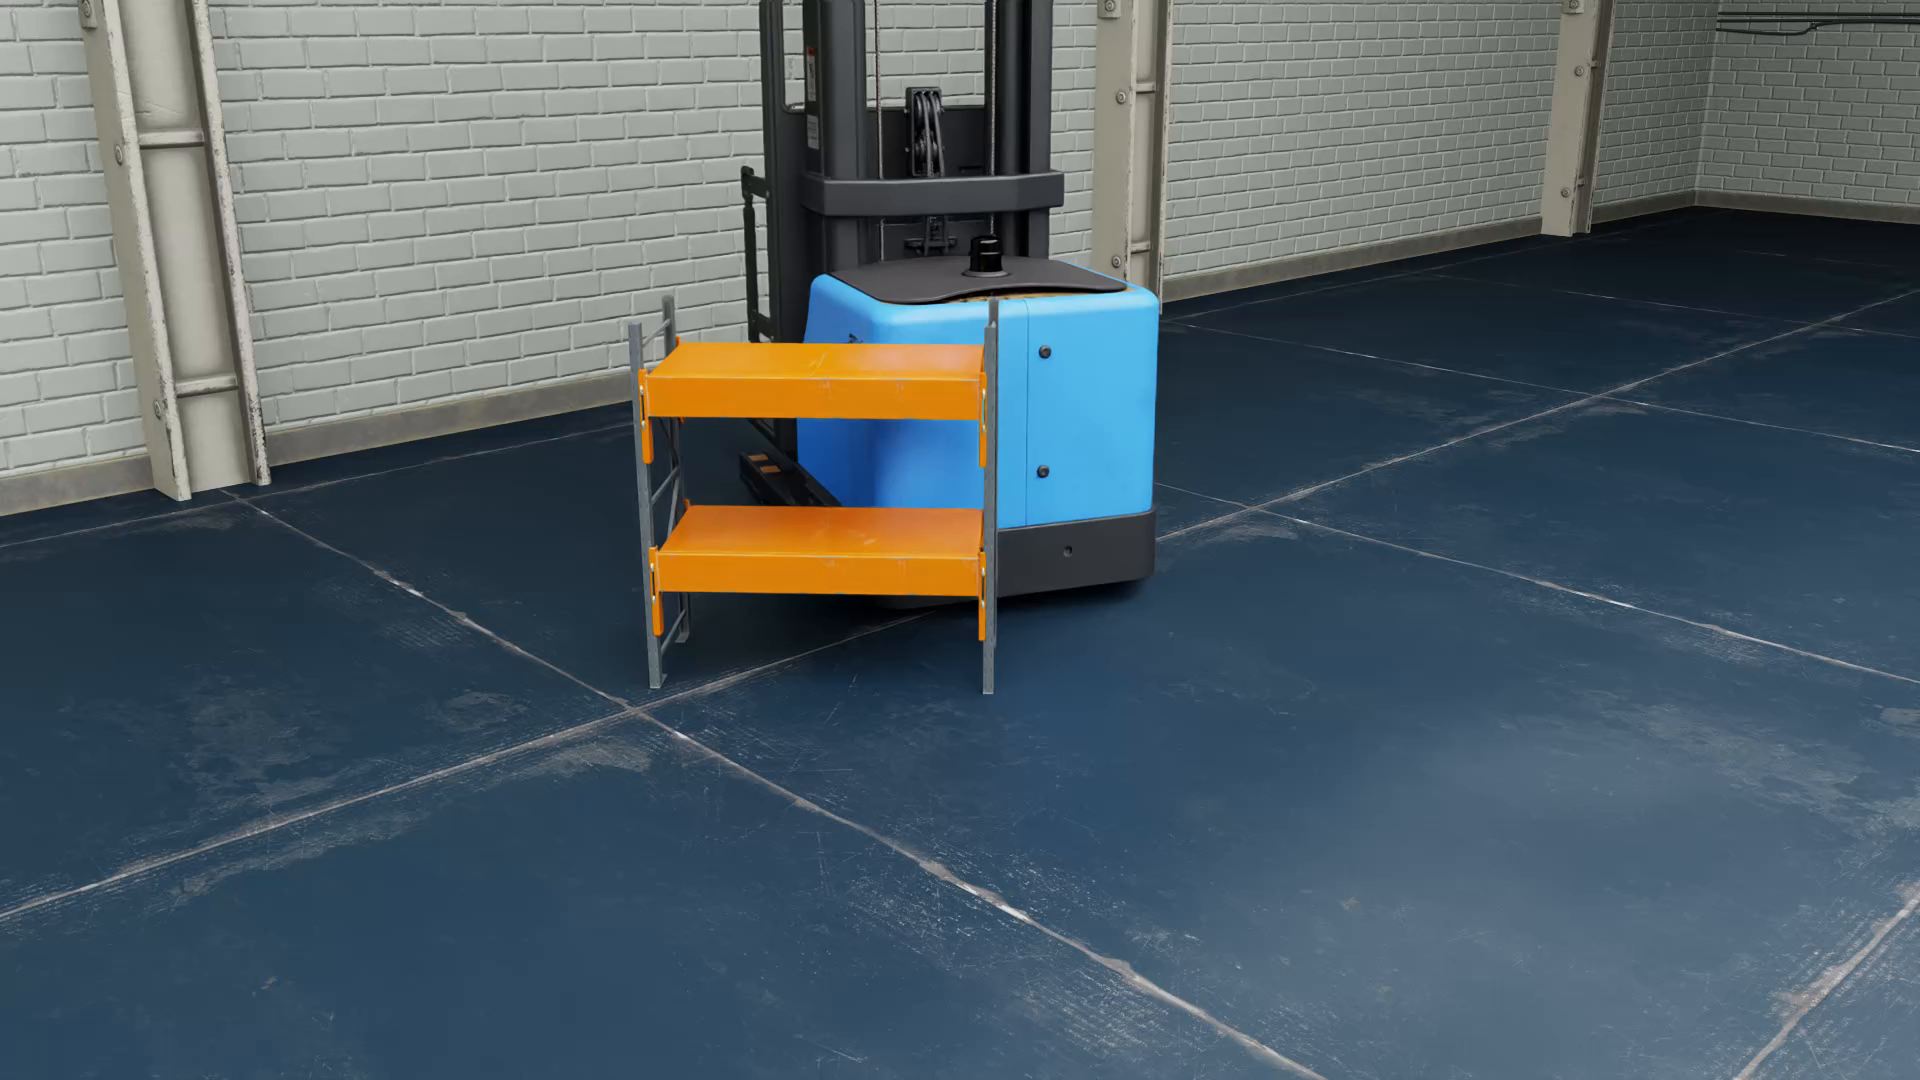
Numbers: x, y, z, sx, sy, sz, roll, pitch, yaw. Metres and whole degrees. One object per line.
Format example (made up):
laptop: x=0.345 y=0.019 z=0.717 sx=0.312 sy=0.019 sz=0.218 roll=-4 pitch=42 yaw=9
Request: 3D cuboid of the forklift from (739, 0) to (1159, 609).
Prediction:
forklift: x=-0.301 y=-1.579 z=6.601 sx=1.130 sy=2.935 sz=3.031 roll=-7 pitch=19 yaw=-19

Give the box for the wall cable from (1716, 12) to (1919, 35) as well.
wall cable: x=8.521 y=-5.914 z=15.169 sx=0.112 sy=2.526 sz=3.097 roll=-16 pitch=24 yaw=-41

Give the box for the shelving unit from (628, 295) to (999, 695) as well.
shelving unit: x=-0.412 y=-0.149 z=5.119 sx=1.048 sy=1.125 sz=0.538 roll=1 pitch=18 yaw=2

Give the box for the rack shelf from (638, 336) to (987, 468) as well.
rack shelf: x=-0.412 y=-0.427 z=5.029 sx=1.000 sy=0.278 sz=0.538 roll=1 pitch=18 yaw=2

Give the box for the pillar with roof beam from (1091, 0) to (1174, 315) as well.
pillar with roof beam: x=4.070 y=-4.827 z=6.781 sx=0.400 sy=9.000 sz=9.100 roll=-16 pitch=24 yaw=-41

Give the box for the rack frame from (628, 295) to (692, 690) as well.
rack frame: x=-0.920 y=-0.155 z=5.140 sx=0.032 sy=1.125 sz=0.500 roll=1 pitch=18 yaw=2

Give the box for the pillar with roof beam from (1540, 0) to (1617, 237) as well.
pillar with roof beam: x=8.430 y=-6.098 z=10.703 sx=0.400 sy=9.000 sz=9.100 roll=-16 pitch=24 yaw=-41

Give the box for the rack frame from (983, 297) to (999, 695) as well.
rack frame: x=0.095 y=-0.142 z=5.098 sx=0.032 sy=1.125 sz=0.500 roll=1 pitch=18 yaw=2

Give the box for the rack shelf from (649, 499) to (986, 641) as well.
rack shelf: x=-0.412 y=0.084 z=5.194 sx=1.000 sy=0.278 sz=0.538 roll=1 pitch=18 yaw=2

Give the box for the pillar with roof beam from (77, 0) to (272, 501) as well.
pillar with roof beam: x=-0.290 y=-3.555 z=2.860 sx=0.400 sy=9.000 sz=9.100 roll=-16 pitch=24 yaw=-41
